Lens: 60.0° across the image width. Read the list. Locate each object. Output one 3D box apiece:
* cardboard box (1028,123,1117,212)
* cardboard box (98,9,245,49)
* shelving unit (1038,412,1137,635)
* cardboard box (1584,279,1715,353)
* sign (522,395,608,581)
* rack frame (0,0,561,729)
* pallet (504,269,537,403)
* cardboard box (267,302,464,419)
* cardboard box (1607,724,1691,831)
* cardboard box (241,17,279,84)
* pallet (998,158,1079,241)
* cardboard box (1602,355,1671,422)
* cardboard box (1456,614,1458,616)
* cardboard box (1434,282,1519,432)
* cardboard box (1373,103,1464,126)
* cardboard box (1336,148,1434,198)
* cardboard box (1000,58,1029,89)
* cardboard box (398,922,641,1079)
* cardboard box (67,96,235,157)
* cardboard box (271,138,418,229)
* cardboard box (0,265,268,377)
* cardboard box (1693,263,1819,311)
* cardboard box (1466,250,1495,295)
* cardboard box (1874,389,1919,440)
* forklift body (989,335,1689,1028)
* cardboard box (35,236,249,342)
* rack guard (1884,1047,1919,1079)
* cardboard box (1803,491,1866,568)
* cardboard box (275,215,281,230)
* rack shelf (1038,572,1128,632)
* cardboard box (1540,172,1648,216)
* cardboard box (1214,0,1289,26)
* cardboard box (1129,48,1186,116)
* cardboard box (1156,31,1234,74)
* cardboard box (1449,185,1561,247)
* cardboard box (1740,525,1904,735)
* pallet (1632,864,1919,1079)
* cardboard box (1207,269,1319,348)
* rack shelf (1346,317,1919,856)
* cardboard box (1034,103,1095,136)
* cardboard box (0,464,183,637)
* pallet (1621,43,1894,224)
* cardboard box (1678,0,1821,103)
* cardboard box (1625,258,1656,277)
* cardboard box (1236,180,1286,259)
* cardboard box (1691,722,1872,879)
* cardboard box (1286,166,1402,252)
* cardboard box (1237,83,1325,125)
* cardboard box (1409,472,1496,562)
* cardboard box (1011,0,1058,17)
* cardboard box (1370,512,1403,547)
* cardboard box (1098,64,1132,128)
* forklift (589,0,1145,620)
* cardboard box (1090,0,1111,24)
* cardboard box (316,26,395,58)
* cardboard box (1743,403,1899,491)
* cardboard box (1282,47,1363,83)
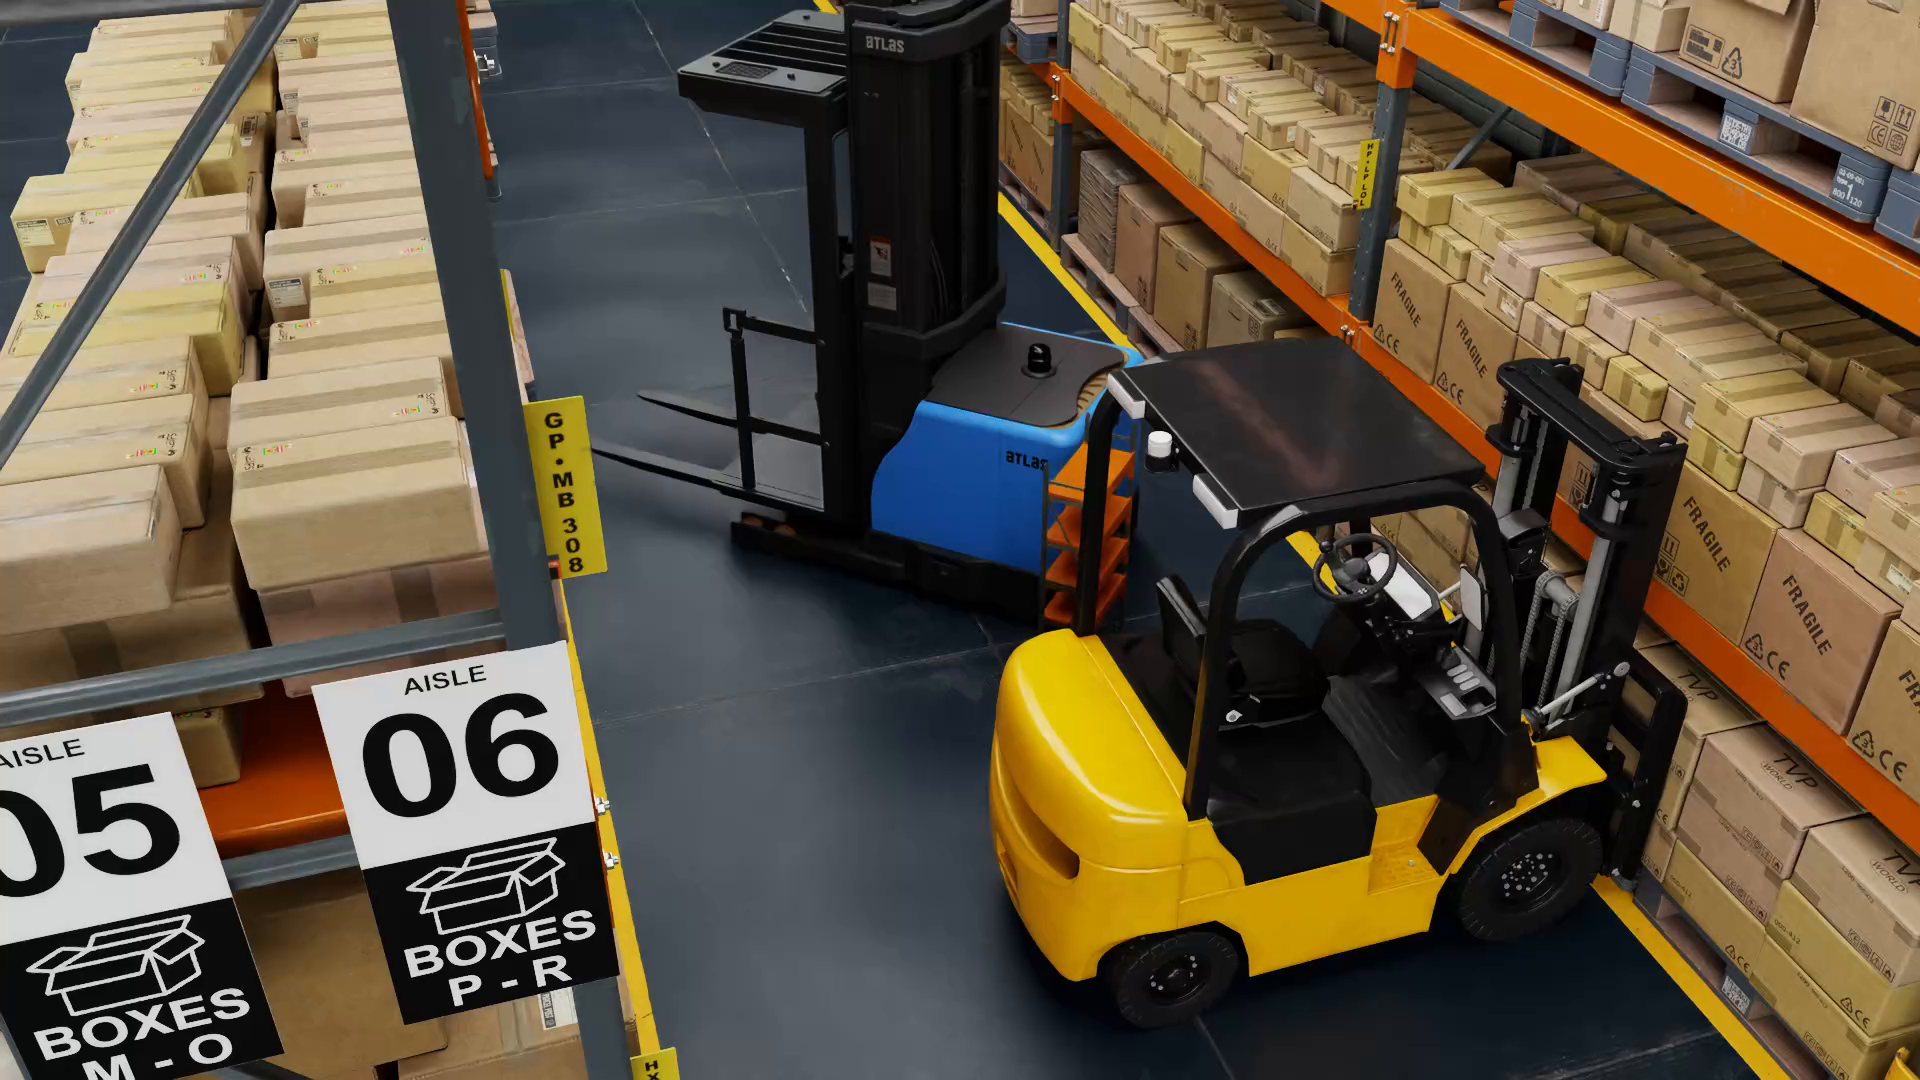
[{"bbox_3d":[0.808,-2.725,12.040,0.500,0.500,0.500,-9,35,-13],"label":"cardboard box"},{"bbox_3d":[-2.472,-1.598,5.231,0.380,0.149,0.250,-9,35,-13],"label":"cardboard box"},{"bbox_3d":[0.570,0.083,7.536,0.258,1.200,0.503,14,36,21],"label":"shelving unit"},{"bbox_3d":[2.645,-0.863,6.386,0.380,0.149,0.250,-10,35,-15],"label":"cardboard box"},{"bbox_3d":[-0.627,-0.077,2.633,0.100,0.325,0.005,-10,35,-15],"label":"sign"},{"bbox_3d":[-1.144,-0.873,1.908,1.000,3.000,0.127,-10,35,-15],"label":"rack frame"},{"bbox_3d":[-2.459,-0.816,7.438,1.003,0.211,1.213,-10,35,-15],"label":"pallet"},{"bbox_3d":[-1.168,-0.341,3.330,0.380,0.149,0.250,-10,35,-15],"label":"cardboard box"},{"bbox_3d":[2.816,0.821,6.446,0.500,0.250,0.500,-11,35,-16],"label":"cardboard box"},{"bbox_3d":[-2.491,-1.506,5.454,0.500,0.250,0.500,-11,35,-16],"label":"cardboard box"},{"bbox_3d":[0.950,-2.642,12.557,1.003,0.211,1.213,-10,35,-15],"label":"pallet"},{"bbox_3d":[2.661,-0.592,6.247,0.380,0.149,0.250,-11,35,-16],"label":"cardboard box"},{"bbox_3d":[2.535,0.506,7.377,0.500,0.250,0.500,-9,35,-14],"label":"cardboard box"},{"bbox_3d":[2.423,-0.801,7.151,0.500,0.500,0.500,-9,35,-14],"label":"cardboard box"},{"bbox_3d":[2.352,-2.121,8.559,0.380,0.149,0.250,-10,35,-15],"label":"cardboard box"},{"bbox_3d":[2.046,-1.761,8.015,0.380,0.149,0.250,-9,34,-13],"label":"cardboard box"},{"bbox_3d":[0.485,-3.587,12.756,0.380,0.149,0.250,-11,35,-15],"label":"cardboard box"},{"bbox_3d":[-1.024,1.169,3.900,0.500,0.500,0.500,-11,35,-15],"label":"cardboard box"},{"bbox_3d":[-2.129,-1.055,4.409,0.380,0.149,0.250,-11,35,-15],"label":"cardboard box"},{"bbox_3d":[-1.492,-0.874,4.136,0.380,0.149,0.250,-9,35,-14],"label":"cardboard box"},{"bbox_3d":[-1.872,-0.442,3.844,0.500,0.250,0.500,-9,35,-13],"label":"cardboard box"},{"bbox_3d":[3.107,-0.949,6.516,0.380,0.149,0.250,-10,35,-15],"label":"cardboard box"},{"bbox_3d":[2.395,-1.140,7.075,0.380,0.149,0.250,-10,35,-15],"label":"cardboard box"},{"bbox_3d":[3.376,-0.401,5.687,0.380,0.149,0.250,-9,34,-13],"label":"cardboard box"},{"bbox_3d":[1.266,0.459,6.105,2.313,2.155,1.214,-10,35,-15],"label":"forklift body"},{"bbox_3d":[-1.762,-0.521,3.602,0.380,0.149,0.250,-10,35,-15],"label":"cardboard box"},{"bbox_3d":[3.589,1.849,5.499,1.175,0.500,0.348,-10,35,-15],"label":"rack guard"},{"bbox_3d":[3.018,-0.062,5.443,0.380,0.149,0.250,-10,35,-15],"label":"cardboard box"},{"bbox_3d":[-1.507,-0.797,4.381,0.500,0.250,0.500,-9,35,-14],"label":"cardboard box"},{"bbox_3d":[0.570,0.305,7.683,0.258,0.148,0.480,14,36,21],"label":"rack shelf"},{"bbox_3d":[2.784,-1.488,7.332,0.380,0.149,0.250,-11,35,-16],"label":"cardboard box"},{"bbox_3d":[1.782,-3.200,10.194,0.380,0.149,0.250,-11,35,-16],"label":"cardboard box"},{"bbox_3d":[1.339,-2.738,9.855,0.500,0.250,0.500,-11,35,-16],"label":"cardboard box"},{"bbox_3d":[1.362,-2.826,9.628,0.380,0.149,0.250,-9,35,-14],"label":"cardboard box"},{"bbox_3d":[2.359,-1.407,7.209,0.380,0.149,0.250,-9,35,-14],"label":"cardboard box"},{"bbox_3d":[3.033,0.263,5.540,0.500,0.500,0.500,-9,34,-13],"label":"cardboard box"},{"bbox_3d":[3.309,1.562,6.194,1.003,0.211,1.213,-10,35,-15],"label":"pallet"},{"bbox_3d":[1.963,-1.172,9.576,0.875,0.625,0.625,-10,35,-15],"label":"cardboard box"},{"bbox_3d":[2.972,0.043,6.616,1.077,0.370,4.000,-10,35,-15],"label":"rack shelf"},{"bbox_3d":[0.750,-3.027,11.907,0.380,0.149,0.250,-12,35,-17],"label":"cardboard box"},{"bbox_3d":[-1.528,0.023,2.778,0.380,0.149,0.250,-10,35,-14],"label":"cardboard box"},{"bbox_3d":[3.015,-1.438,5.565,1.003,0.211,1.213,-10,35,-15],"label":"pallet"},{"bbox_3d":[2.856,-1.778,5.433,0.797,0.503,0.637,-9,34,-13],"label":"cardboard box"},{"bbox_3d":[3.003,-1.098,7.012,0.380,0.149,0.250,-10,35,-14],"label":"cardboard box"},{"bbox_3d":[1.800,-1.728,8.780,0.500,0.250,0.500,-10,35,-15],"label":"cardboard box"},{"bbox_3d":[2.983,0.892,5.886,0.500,0.250,0.500,-9,35,-14],"label":"cardboard box"},{"bbox_3d":[1.969,-1.668,8.235,0.500,0.250,0.500,-11,35,-16],"label":"cardboard box"},{"bbox_3d":[1.699,-2.295,8.823,0.380,0.149,0.250,-11,35,-16],"label":"cardboard box"},{"bbox_3d":[2.357,-0.175,7.500,0.500,0.250,0.500,-10,35,-15],"label":"cardboard box"},{"bbox_3d":[0.576,-3.758,11.563,0.380,0.149,0.250,-9,35,-14],"label":"cardboard box"},{"bbox_3d":[2.216,-0.237,8.048,0.500,0.250,0.500,-10,35,-15],"label":"cardboard box"},{"bbox_3d":[1.193,-2.805,10.411,0.500,0.250,0.500,-11,35,-16],"label":"cardboard box"},{"bbox_3d":[-0.627,-1.380,8.179,3.031,2.935,1.130,15,36,21],"label":"forklift"},{"bbox_3d":[1.041,-3.362,10.439,0.380,0.149,0.250,-9,35,-14],"label":"cardboard box"},{"bbox_3d":[-1.709,-1.430,4.977,0.380,0.149,0.250,-9,35,-13],"label":"cardboard box"},{"bbox_3d":[2.871,-0.314,5.556,0.380,0.149,0.250,-9,35,-14],"label":"cardboard box"},{"bbox_3d":[2.038,-2.648,9.357,0.380,0.149,0.250,-10,35,-14],"label":"cardboard box"}]
